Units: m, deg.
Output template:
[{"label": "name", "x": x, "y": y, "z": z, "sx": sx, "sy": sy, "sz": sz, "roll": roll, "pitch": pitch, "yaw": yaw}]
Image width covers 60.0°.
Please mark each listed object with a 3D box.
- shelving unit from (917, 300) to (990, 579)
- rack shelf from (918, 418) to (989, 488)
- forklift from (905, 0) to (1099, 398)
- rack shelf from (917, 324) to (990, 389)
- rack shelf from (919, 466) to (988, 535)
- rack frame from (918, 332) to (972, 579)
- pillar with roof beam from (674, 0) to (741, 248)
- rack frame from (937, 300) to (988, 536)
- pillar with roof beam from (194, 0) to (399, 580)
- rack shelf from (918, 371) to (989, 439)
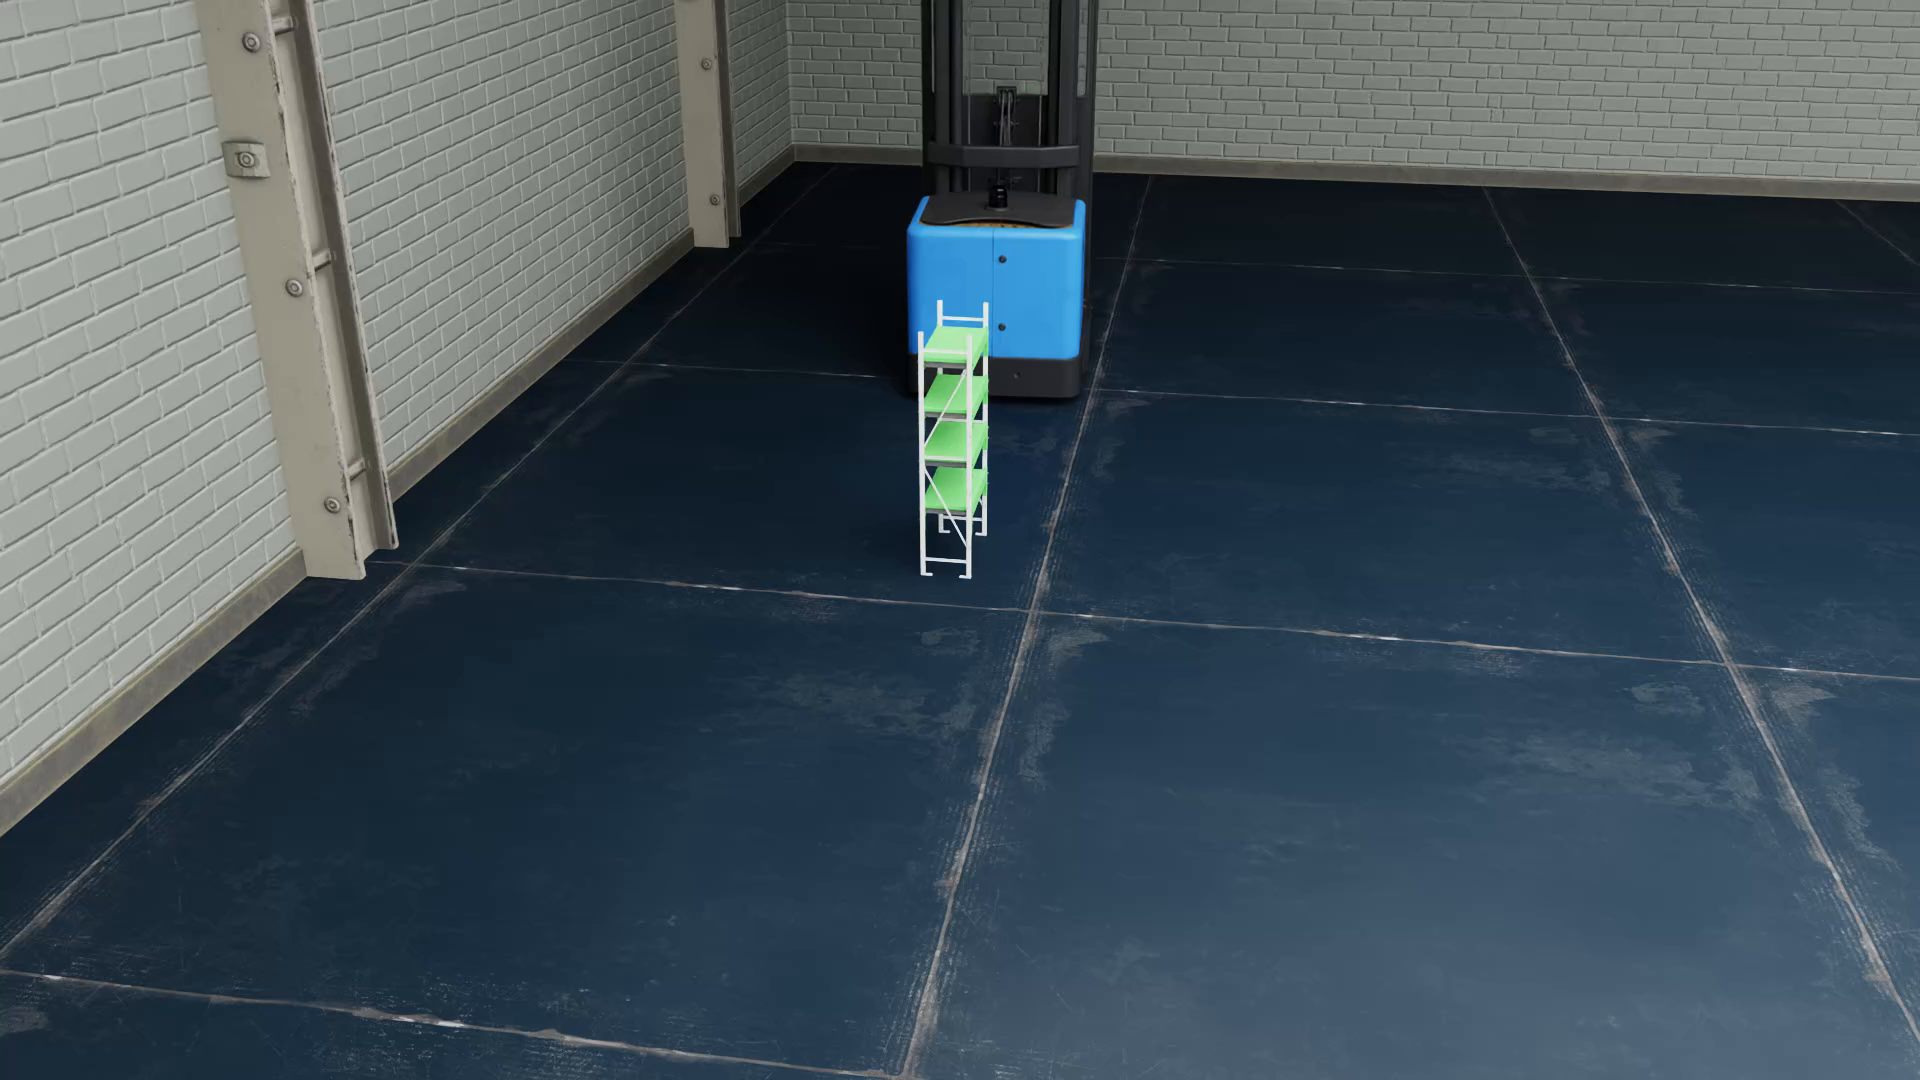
[{"label": "shelving unit", "x": -0.027, "y": -0.474, "z": 7.848, "sx": 0.258, "sy": 1.200, "sz": 0.503, "roll": 4, "pitch": 25, "yaw": 9}, {"label": "rack shelf", "x": -0.027, "y": -0.416, "z": 7.875, "sx": 0.258, "sy": 0.148, "sz": 0.480, "roll": 4, "pitch": 25, "yaw": 9}, {"label": "forklift", "x": 0.328, "y": -2.761, "z": 10.691, "sx": 1.130, "sy": 2.935, "sz": 3.031, "roll": 2, "pitch": 25, "yaw": 5}, {"label": "rack shelf", "x": -0.027, "y": -0.851, "z": 7.671, "sx": 0.258, "sy": 0.148, "sz": 0.480, "roll": 4, "pitch": 25, "yaw": 9}, {"label": "rack shelf", "x": -0.027, "y": -0.199, "z": 7.977, "sx": 0.258, "sy": 0.148, "sz": 0.480, "roll": 4, "pitch": 25, "yaw": 9}, {"label": "rack frame", "x": -0.067, "y": -0.372, "z": 7.630, "sx": 0.240, "sy": 1.200, "sz": 0.015, "roll": 4, "pitch": 25, "yaw": 9}, {"label": "pillar with roof beam", "x": 2.281, "y": -6.191, "z": 10.862, "sx": 9.100, "sy": 9.000, "sz": 0.400, "roll": 4, "pitch": 25, "yaw": 9}, {"label": "rack frame", "x": 0.013, "y": -0.576, "z": 8.066, "sx": 0.240, "sy": 1.200, "sz": 0.015, "roll": 4, "pitch": 25, "yaw": 9}, {"label": "pillar with roof beam", "x": 1.300, "y": -3.682, "z": 5.501, "sx": 9.100, "sy": 9.000, "sz": 0.400, "roll": 4, "pitch": 25, "yaw": 9}, {"label": "rack shelf", "x": -0.027, "y": -0.634, "z": 7.773, "sx": 0.258, "sy": 0.148, "sz": 0.480, "roll": 4, "pitch": 25, "yaw": 9}]
